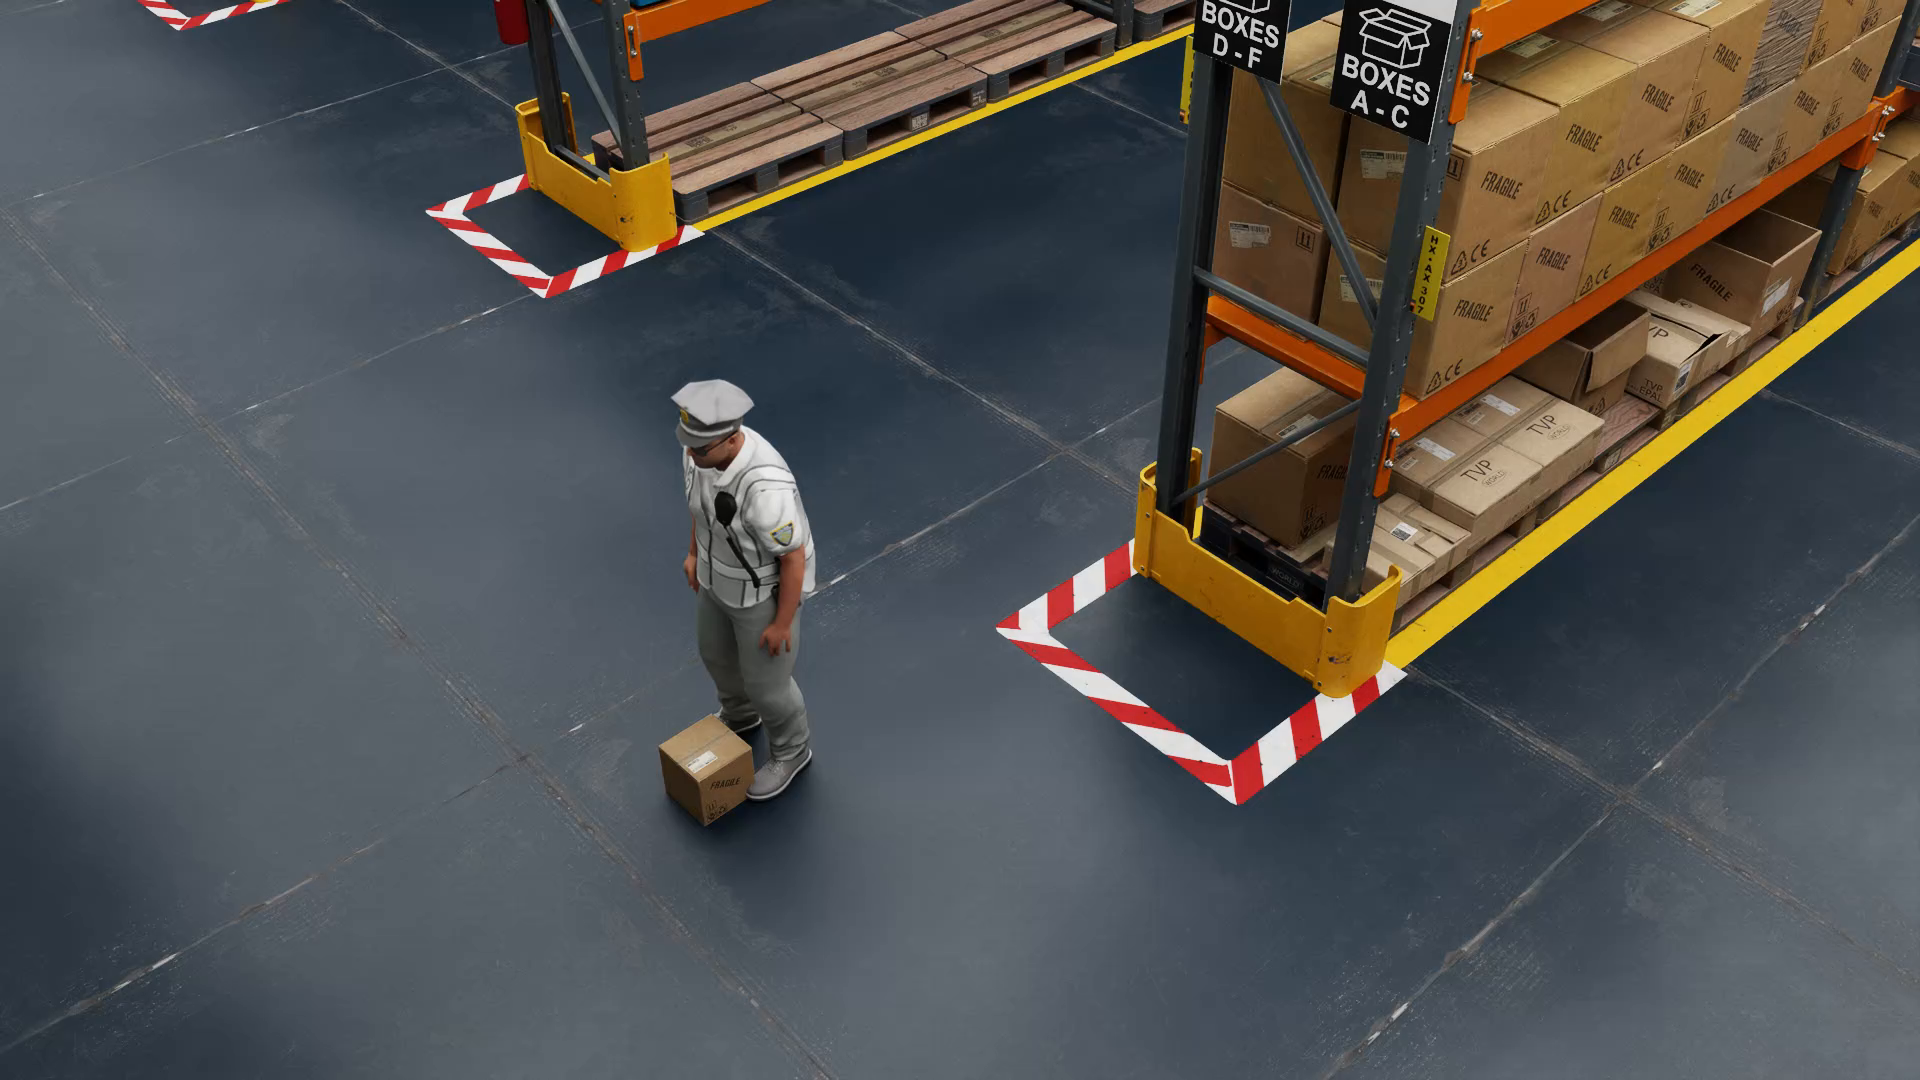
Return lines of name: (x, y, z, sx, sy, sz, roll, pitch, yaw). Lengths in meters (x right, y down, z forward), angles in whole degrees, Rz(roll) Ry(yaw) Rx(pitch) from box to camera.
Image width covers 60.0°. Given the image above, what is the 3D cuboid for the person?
person: (-0.759, 0.158, 5.958, 0.438, 1.748, 0.587, -30, 48, -31)
